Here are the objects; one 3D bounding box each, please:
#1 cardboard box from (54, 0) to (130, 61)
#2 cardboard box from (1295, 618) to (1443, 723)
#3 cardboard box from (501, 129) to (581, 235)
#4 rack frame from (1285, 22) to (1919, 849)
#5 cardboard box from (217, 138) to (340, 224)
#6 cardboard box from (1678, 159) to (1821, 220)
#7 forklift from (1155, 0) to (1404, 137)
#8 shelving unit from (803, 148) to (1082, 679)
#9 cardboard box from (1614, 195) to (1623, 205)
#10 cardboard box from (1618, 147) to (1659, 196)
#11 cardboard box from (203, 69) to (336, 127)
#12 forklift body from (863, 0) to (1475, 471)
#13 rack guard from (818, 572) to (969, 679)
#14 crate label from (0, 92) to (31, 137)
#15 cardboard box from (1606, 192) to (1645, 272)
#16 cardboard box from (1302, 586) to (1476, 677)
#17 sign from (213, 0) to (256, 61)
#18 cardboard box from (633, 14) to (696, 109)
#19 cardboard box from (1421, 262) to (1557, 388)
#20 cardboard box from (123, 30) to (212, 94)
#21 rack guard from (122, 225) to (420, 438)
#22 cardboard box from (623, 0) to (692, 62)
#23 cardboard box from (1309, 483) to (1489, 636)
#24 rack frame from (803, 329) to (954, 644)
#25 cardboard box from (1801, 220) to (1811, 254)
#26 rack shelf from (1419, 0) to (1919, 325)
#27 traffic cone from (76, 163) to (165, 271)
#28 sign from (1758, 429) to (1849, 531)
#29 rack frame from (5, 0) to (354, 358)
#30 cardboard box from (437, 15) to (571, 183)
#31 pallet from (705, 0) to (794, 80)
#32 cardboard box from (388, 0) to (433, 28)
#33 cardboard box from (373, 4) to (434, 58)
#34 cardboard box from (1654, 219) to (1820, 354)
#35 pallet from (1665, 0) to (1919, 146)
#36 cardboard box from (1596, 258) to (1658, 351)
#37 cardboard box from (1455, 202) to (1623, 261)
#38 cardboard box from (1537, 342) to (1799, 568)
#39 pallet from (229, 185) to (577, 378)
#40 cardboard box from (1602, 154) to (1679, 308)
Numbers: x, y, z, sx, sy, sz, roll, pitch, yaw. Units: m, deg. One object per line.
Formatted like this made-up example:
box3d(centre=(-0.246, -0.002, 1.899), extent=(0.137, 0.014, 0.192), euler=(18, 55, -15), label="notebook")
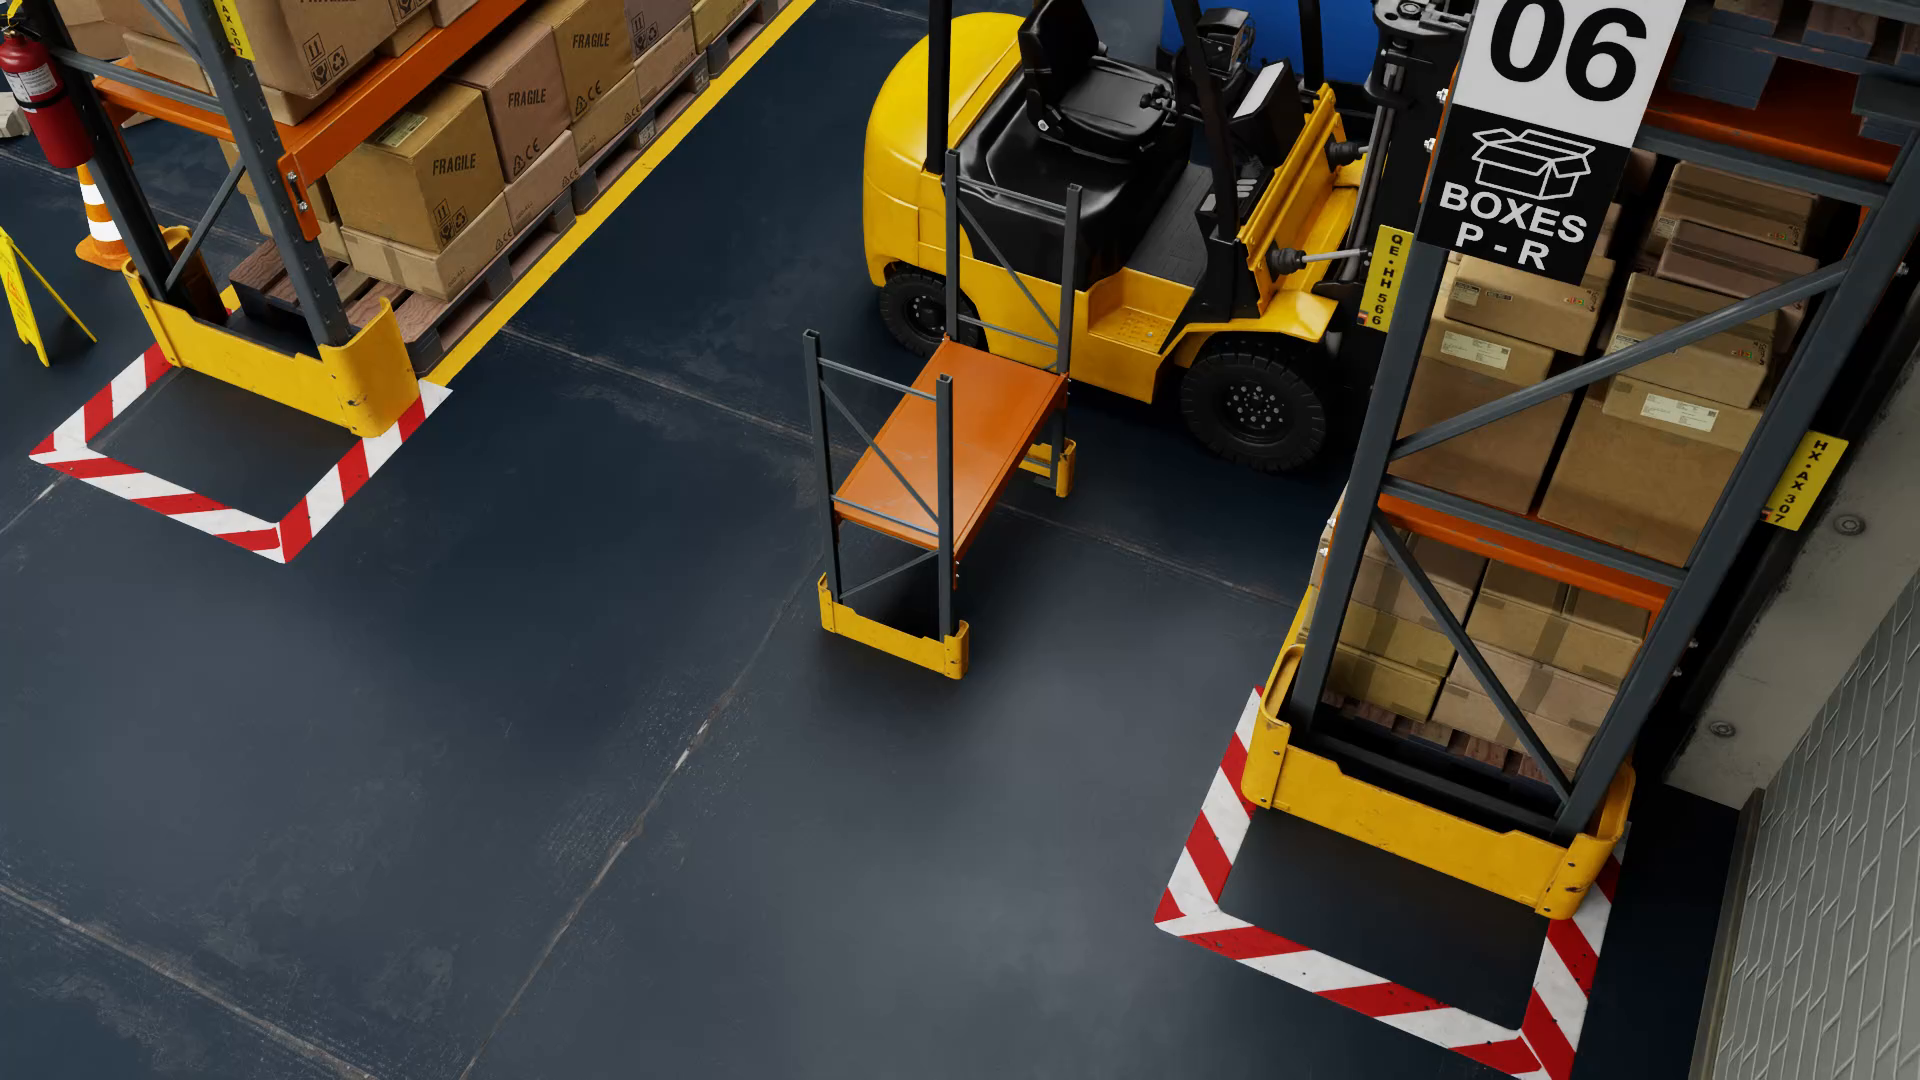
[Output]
box3d(centre=(-4.454, -2.860, 8.669), extent=(0.797, 0.503, 0.637), euler=(-11, 51, -9), label="cardboard box")
box3d(centre=(1.489, 0.305, 5.866), extent=(0.500, 0.250, 0.500), euler=(20, 53, 16), label="cardboard box")
box3d(centre=(-2.096, -1.696, 7.568), extent=(0.500, 0.250, 0.500), euler=(22, 53, 17), label="cardboard box")
box3d(centre=(1.574, -0.024, 4.616), extent=(1.000, 3.000, 0.127), euler=(20, 52, 16), label="rack frame")
box3d(centre=(-2.809, -1.761, 7.131), extent=(0.500, 0.500, 0.500), euler=(20, 53, 16), label="cardboard box")
box3d(centre=(2.272, -1.046, 4.798), extent=(0.380, 0.149, 0.250), euler=(20, 53, 16), label="cardboard box")
box3d(centre=(2.558, -3.217, 7.378), extent=(3.031, 2.935, 1.130), euler=(13, 51, 10), label="forklift")
box3d(centre=(-0.033, -0.434, 5.949), extent=(0.587, 1.500, 1.083), euler=(20, 52, 16), label="shelving unit")
box3d(centre=(1.718, -0.941, 4.904), extent=(0.380, 0.149, 0.250), euler=(21, 53, 17), label="cardboard box")
box3d(centre=(1.875, -1.194, 4.925), extent=(0.380, 0.149, 0.250), euler=(20, 53, 16), label="cardboard box")
box3d(centre=(-2.583, -1.721, 6.225), extent=(0.380, 0.149, 0.250), euler=(20, 52, 16), label="cardboard box")
box3d(centre=(0.735, -1.648, 6.555), extent=(2.313, 2.155, 1.214), euler=(20, 52, 16), label="forklift body")
box3d(centre=(-0.245, 0.314, 6.133), extent=(0.587, 0.250, 0.087), euler=(20, 52, 16), label="rack guard")
box3d(centre=(-4.767, -2.113, 8.273), extent=(0.250, 0.136, 0.298), euler=(-4, 50, -3), label="crate label")
box3d(centre=(1.777, -0.835, 5.240), extent=(0.500, 0.500, 0.500), euler=(21, 53, 17), label="cardboard box")
box3d(centre=(1.500, 0.132, 5.684), extent=(0.500, 0.250, 0.500), euler=(19, 52, 16), label="cardboard box")
box3d(centre=(-2.425, -1.740, 5.508), extent=(0.100, 0.325, 0.005), euler=(20, 52, 16), label="sign")
box3d(centre=(-1.656, -2.422, 8.186), extent=(0.500, 0.250, 0.500), euler=(21, 53, 17), label="cardboard box")
box3d(centre=(1.469, -0.596, 4.611), extent=(0.380, 0.149, 0.250), euler=(21, 53, 17), label="cardboard box")
box3d(centre=(-2.949, -1.882, 6.362), extent=(0.380, 0.149, 0.250), euler=(21, 53, 17), label="cardboard box")
box3d(centre=(-2.883, -0.878, 6.984), extent=(1.175, 0.500, 0.348), euler=(20, 52, 16), label="rack guard")
box3d(centre=(-1.649, -2.681, 7.914), extent=(0.500, 0.500, 0.500), euler=(22, 53, 18), label="cardboard box")
box3d(centre=(1.489, -0.011, 5.478), extent=(0.500, 0.250, 0.500), euler=(21, 53, 17), label="cardboard box")
box3d(centre=(-0.254, -0.077, 5.646), extent=(0.500, 1.500, 0.032), euler=(20, 52, 16), label="rack frame")
box3d(centre=(2.285, -0.943, 4.907), extent=(0.380, 0.149, 0.250), euler=(18, 52, 15), label="cardboard box")
box3d(centre=(2.429, -2.140, 4.919), extent=(1.077, 0.370, 4.000), euler=(20, 52, 16), label="rack shelf")
box3d(centre=(-3.898, -1.530, 7.563), extent=(0.336, 0.463, 0.334), euler=(20, 52, 16), label="traffic cone")
box3d(centre=(2.073, -0.145, 4.099), extent=(0.100, 0.325, 0.005), euler=(20, 52, 16), label="sign")
box3d(centre=(-2.915, -1.636, 5.988), extent=(1.000, 3.000, 0.127), euler=(20, 52, 16), label="rack frame")
box3d(centre=(-2.092, -1.968, 7.307), extent=(0.500, 0.500, 0.500), euler=(18, 52, 15), label="cardboard box")
box3d(centre=(-1.461, -3.013, 8.990), extent=(1.003, 0.211, 1.213), euler=(20, 52, 16), label="pallet")
box3d(centre=(-2.244, -2.359, 6.341), extent=(0.500, 0.500, 0.500), euler=(21, 53, 17), label="cardboard box")
box3d(centre=(-2.301, -2.056, 6.510), extent=(0.380, 0.149, 0.250), euler=(18, 52, 15), label="cardboard box")
box3d(centre=(2.081, -0.687, 4.493), extent=(0.380, 0.149, 0.250), euler=(21, 53, 17), label="cardboard box")
box3d(centre=(1.900, -1.445, 3.914), extent=(1.003, 0.211, 1.213), euler=(20, 52, 16), label="pallet")
box3d(centre=(2.002, -0.606, 4.620), extent=(0.380, 0.149, 0.250), euler=(20, 52, 16), label="cardboard box")
box3d(centre=(1.614, -0.858, 4.639), extent=(0.380, 0.149, 0.250), euler=(20, 52, 16), label="cardboard box")
box3d(centre=(2.037, -0.307, 4.791), extent=(0.500, 0.500, 0.500), euler=(21, 53, 17), label="cardboard box")
box3d(centre=(-2.504, -1.333, 7.560), extent=(1.003, 0.211, 1.213), euler=(20, 52, 16), label="pallet")
box3d(centre=(2.450, -1.021, 5.398), extent=(0.500, 0.500, 0.500), euler=(19, 52, 16), label="cardboard box")
